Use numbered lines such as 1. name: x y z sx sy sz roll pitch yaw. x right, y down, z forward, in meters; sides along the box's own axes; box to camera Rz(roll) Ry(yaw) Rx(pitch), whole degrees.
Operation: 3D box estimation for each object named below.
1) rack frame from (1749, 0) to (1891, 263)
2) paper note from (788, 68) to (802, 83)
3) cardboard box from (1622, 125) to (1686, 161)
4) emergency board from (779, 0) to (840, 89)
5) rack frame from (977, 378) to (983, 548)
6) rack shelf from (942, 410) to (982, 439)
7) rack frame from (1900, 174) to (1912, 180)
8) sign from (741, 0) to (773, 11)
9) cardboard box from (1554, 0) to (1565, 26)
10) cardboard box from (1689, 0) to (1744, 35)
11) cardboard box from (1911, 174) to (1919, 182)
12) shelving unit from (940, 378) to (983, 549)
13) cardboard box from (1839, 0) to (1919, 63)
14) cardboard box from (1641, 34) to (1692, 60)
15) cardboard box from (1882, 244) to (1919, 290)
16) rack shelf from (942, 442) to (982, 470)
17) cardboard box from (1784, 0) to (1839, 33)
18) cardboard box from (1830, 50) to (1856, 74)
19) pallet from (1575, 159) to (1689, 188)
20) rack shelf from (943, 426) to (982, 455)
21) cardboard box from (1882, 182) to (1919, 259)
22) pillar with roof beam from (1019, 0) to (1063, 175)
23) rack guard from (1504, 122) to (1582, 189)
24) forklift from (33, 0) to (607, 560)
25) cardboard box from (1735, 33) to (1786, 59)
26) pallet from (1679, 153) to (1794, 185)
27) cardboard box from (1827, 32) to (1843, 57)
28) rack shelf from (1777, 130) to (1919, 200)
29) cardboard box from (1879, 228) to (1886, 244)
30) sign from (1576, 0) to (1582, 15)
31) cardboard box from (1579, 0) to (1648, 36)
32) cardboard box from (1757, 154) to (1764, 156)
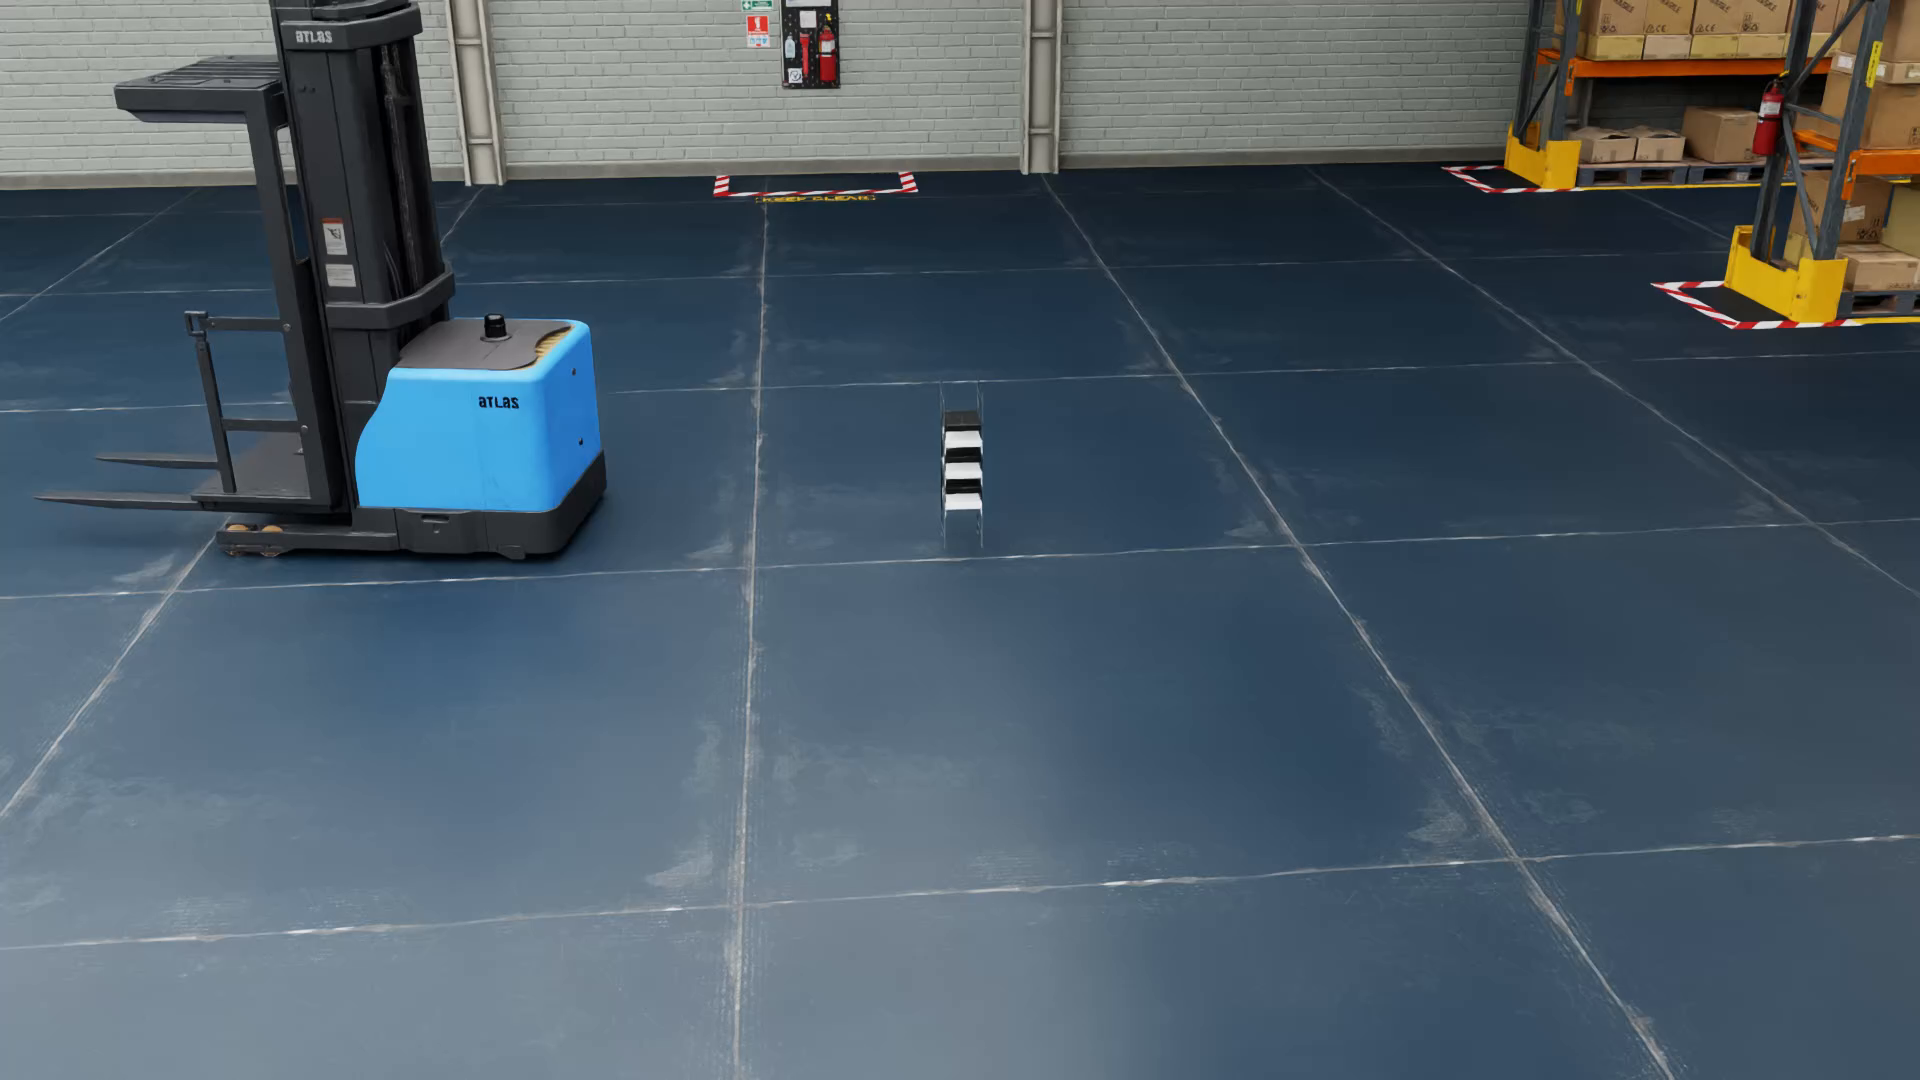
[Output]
1. rack frame: 6.725 -3.320 13.026 0.127 3.000 1.000 -2 24 -5
2. paper note: -1.771 -4.995 17.880 0.142 0.148 0.016 -2 24 -5
3. cardboard box: 7.499 -4.308 18.019 0.500 0.311 0.500 0 24 -1
4. emergency board: -1.588 -5.377 17.654 0.643 1.169 0.194 -2 24 -5
5. rack frame: 0.109 -0.416 9.077 0.006 0.900 0.240 -2 24 -5
6. rack shelf: 0.008 -0.628 8.972 0.200 0.077 0.258 -2 24 -5
7. rack frame: 10.215 -5.482 17.890 0.127 3.000 1.000 -2 24 -5
8. sign: -2.143 -5.652 17.575 0.331 0.109 0.001 -2 24 -5
9. cardboard box: 6.682 -5.710 17.640 0.500 0.500 0.500 -3 24 -6
10. cardboard box: 7.746 -5.537 17.250 0.500 0.500 0.500 -3 24 -7
11. cardboard box: 8.223 -2.786 13.769 0.500 0.500 0.500 -2 24 -5
12. shelving unit: 0.008 -0.412 9.068 0.210 0.900 0.258 -2 24 -5
13. cardboard box: 7.243 -3.974 12.777 0.500 0.500 0.700 -2 24 -5
14. cardboard box: 7.266 -5.180 17.372 0.500 0.250 0.500 -3 24 -7
15. cardboard box: 7.778 -2.208 13.393 0.500 0.250 0.500 -2 24 -5
16. rack shelf: 0.008 -0.463 9.045 0.200 0.077 0.258 -2 24 -5
17. cardboard box: 8.776 -5.583 17.355 0.500 0.500 0.500 -3 24 -7
18. cardboard box: 7.086 -3.754 13.082 0.250 0.149 0.380 -3 24 -6
19. pallet: 7.122 -4.069 18.145 1.213 0.211 1.003 -2 24 -5
20. rack shelf: 0.008 -0.546 9.008 0.200 0.077 0.258 -2 24 -5
21. cardboard box: 7.778 -2.550 13.239 0.500 0.500 0.500 -2 24 -5
22. pillar with roof beam: 1.298 -6.461 12.708 0.400 9.000 9.100 -2 24 -5
23. rack guard: 6.310 -4.183 18.045 0.348 0.500 1.175 -2 24 -5
24. forklift: -3.618 -1.459 8.925 3.031 2.935 1.130 2 24 4
25. cardboard box: 8.277 -5.217 17.455 0.500 0.250 0.500 -2 24 -5
26. pallet: 8.333 -4.116 18.251 1.213 0.211 1.003 -2 24 -5
27. cardboard box: 9.277 -5.264 17.561 0.500 0.250 0.500 -2 24 -5
28. rack shelf: 8.715 -3.071 13.352 4.000 0.370 1.077 -2 24 -5
29. cardboard box: 7.726 -2.421 13.872 0.500 0.250 0.500 -2 24 -5
30. sign: 6.288 -5.498 16.861 0.005 0.325 0.100 -2 24 -5
31. cardboard box: 6.739 -5.503 17.174 0.500 0.500 0.500 -2 24 -5
32. cardboard box: 8.621 -4.324 18.254 0.250 0.149 0.380 -4 24 -9
